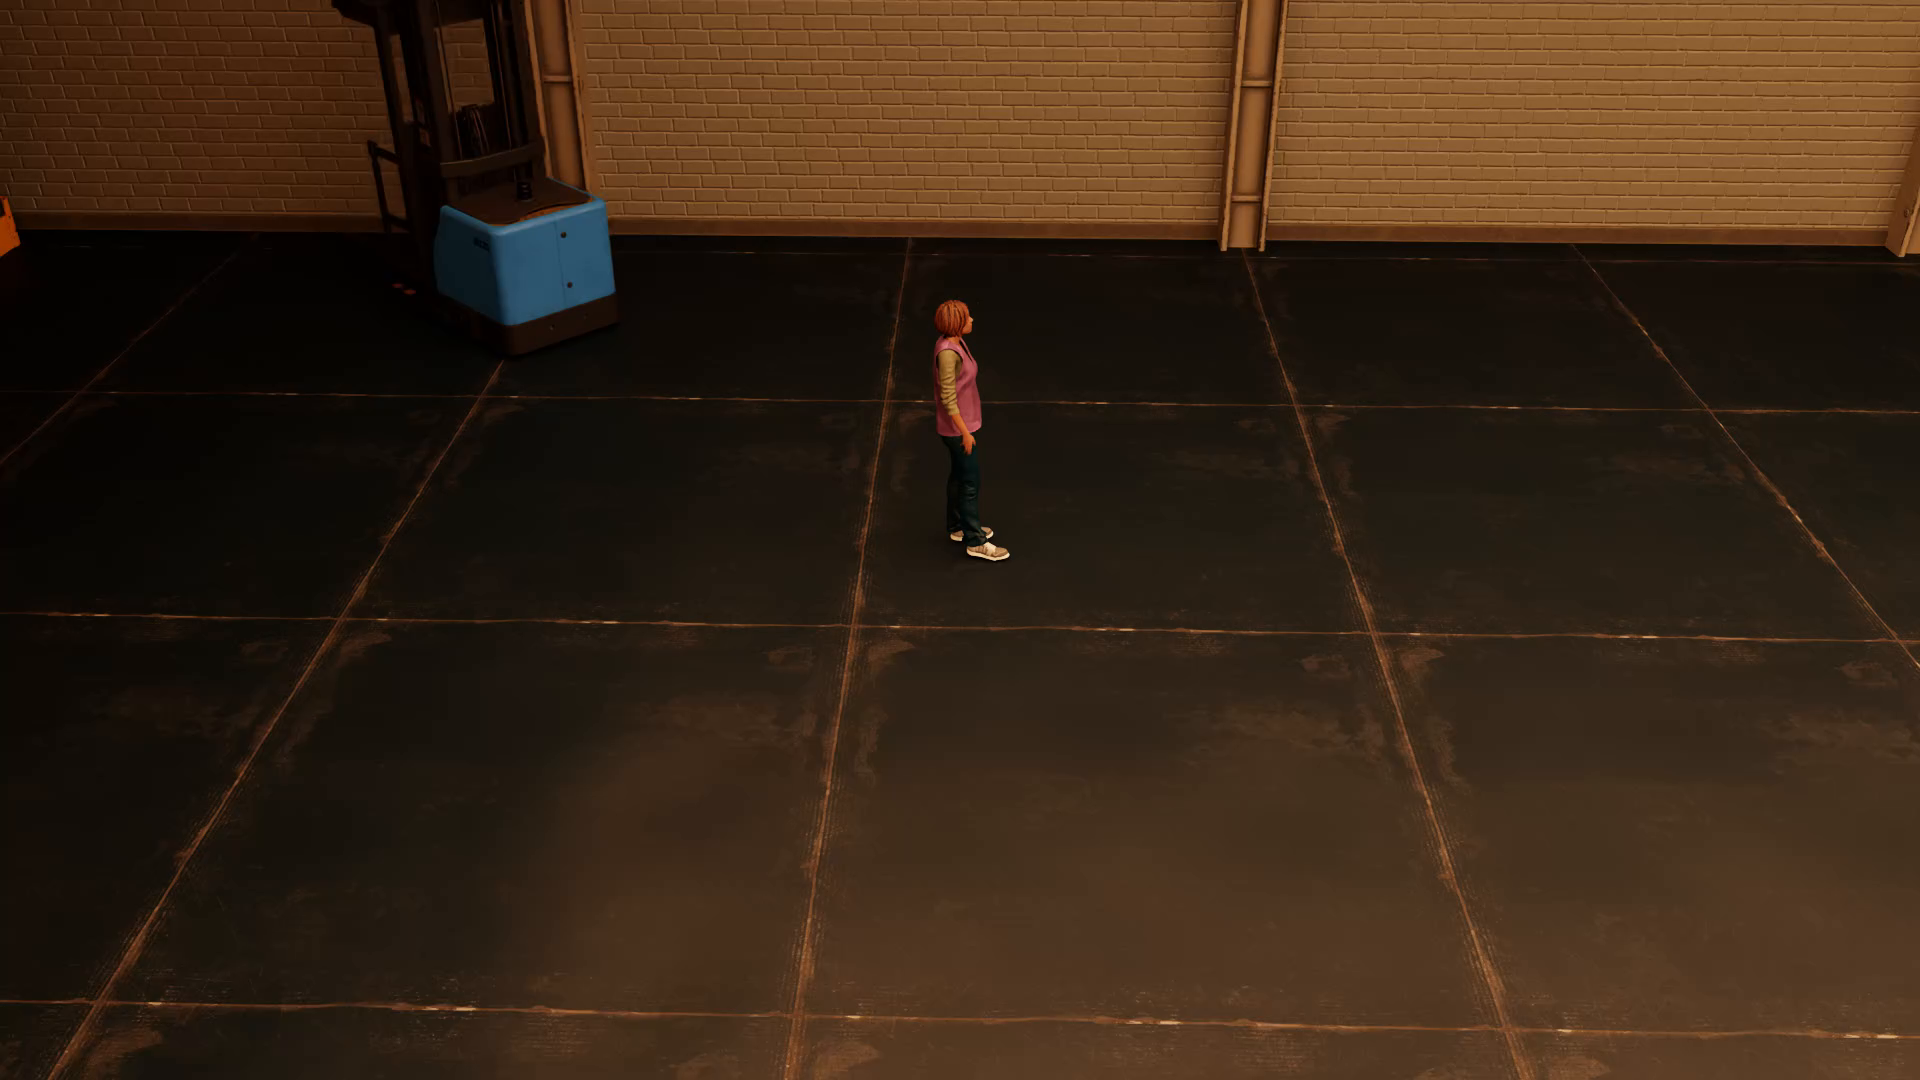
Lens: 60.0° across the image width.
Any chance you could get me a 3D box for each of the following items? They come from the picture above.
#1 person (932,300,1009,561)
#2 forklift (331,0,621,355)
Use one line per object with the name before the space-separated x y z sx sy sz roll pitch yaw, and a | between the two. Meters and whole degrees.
person | 0.074 -0.686 10.077 0.473 1.599 0.521 1 31 1
forklift | -4.123 -3.329 13.260 1.130 2.935 3.031 -27 40 -37
